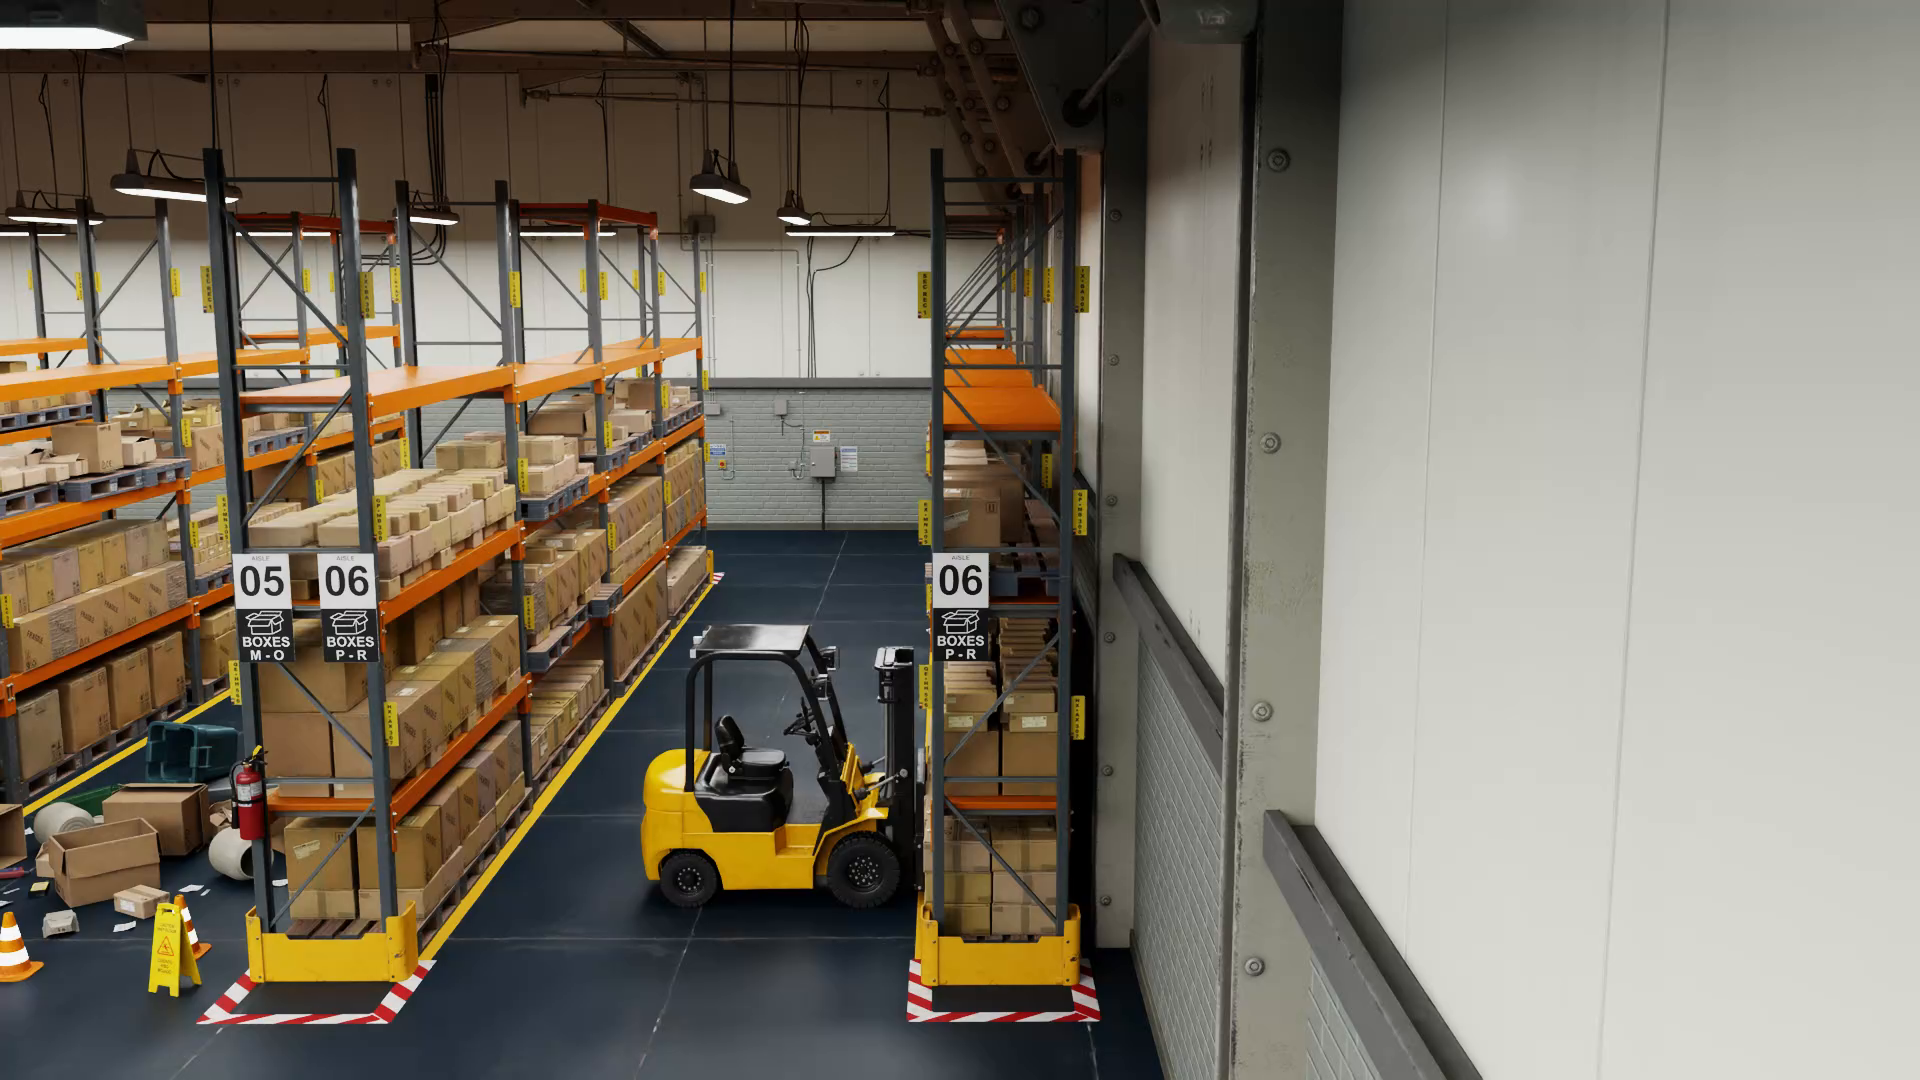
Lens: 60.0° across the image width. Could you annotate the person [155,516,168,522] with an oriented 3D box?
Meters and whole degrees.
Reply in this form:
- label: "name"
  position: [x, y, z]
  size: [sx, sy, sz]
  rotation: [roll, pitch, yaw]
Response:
- label: "person"
  position: [-11.280, 0.529, 23.691]
  size: [0.704, 1.775, 0.858]
  rotation: [1, 9, 4]
